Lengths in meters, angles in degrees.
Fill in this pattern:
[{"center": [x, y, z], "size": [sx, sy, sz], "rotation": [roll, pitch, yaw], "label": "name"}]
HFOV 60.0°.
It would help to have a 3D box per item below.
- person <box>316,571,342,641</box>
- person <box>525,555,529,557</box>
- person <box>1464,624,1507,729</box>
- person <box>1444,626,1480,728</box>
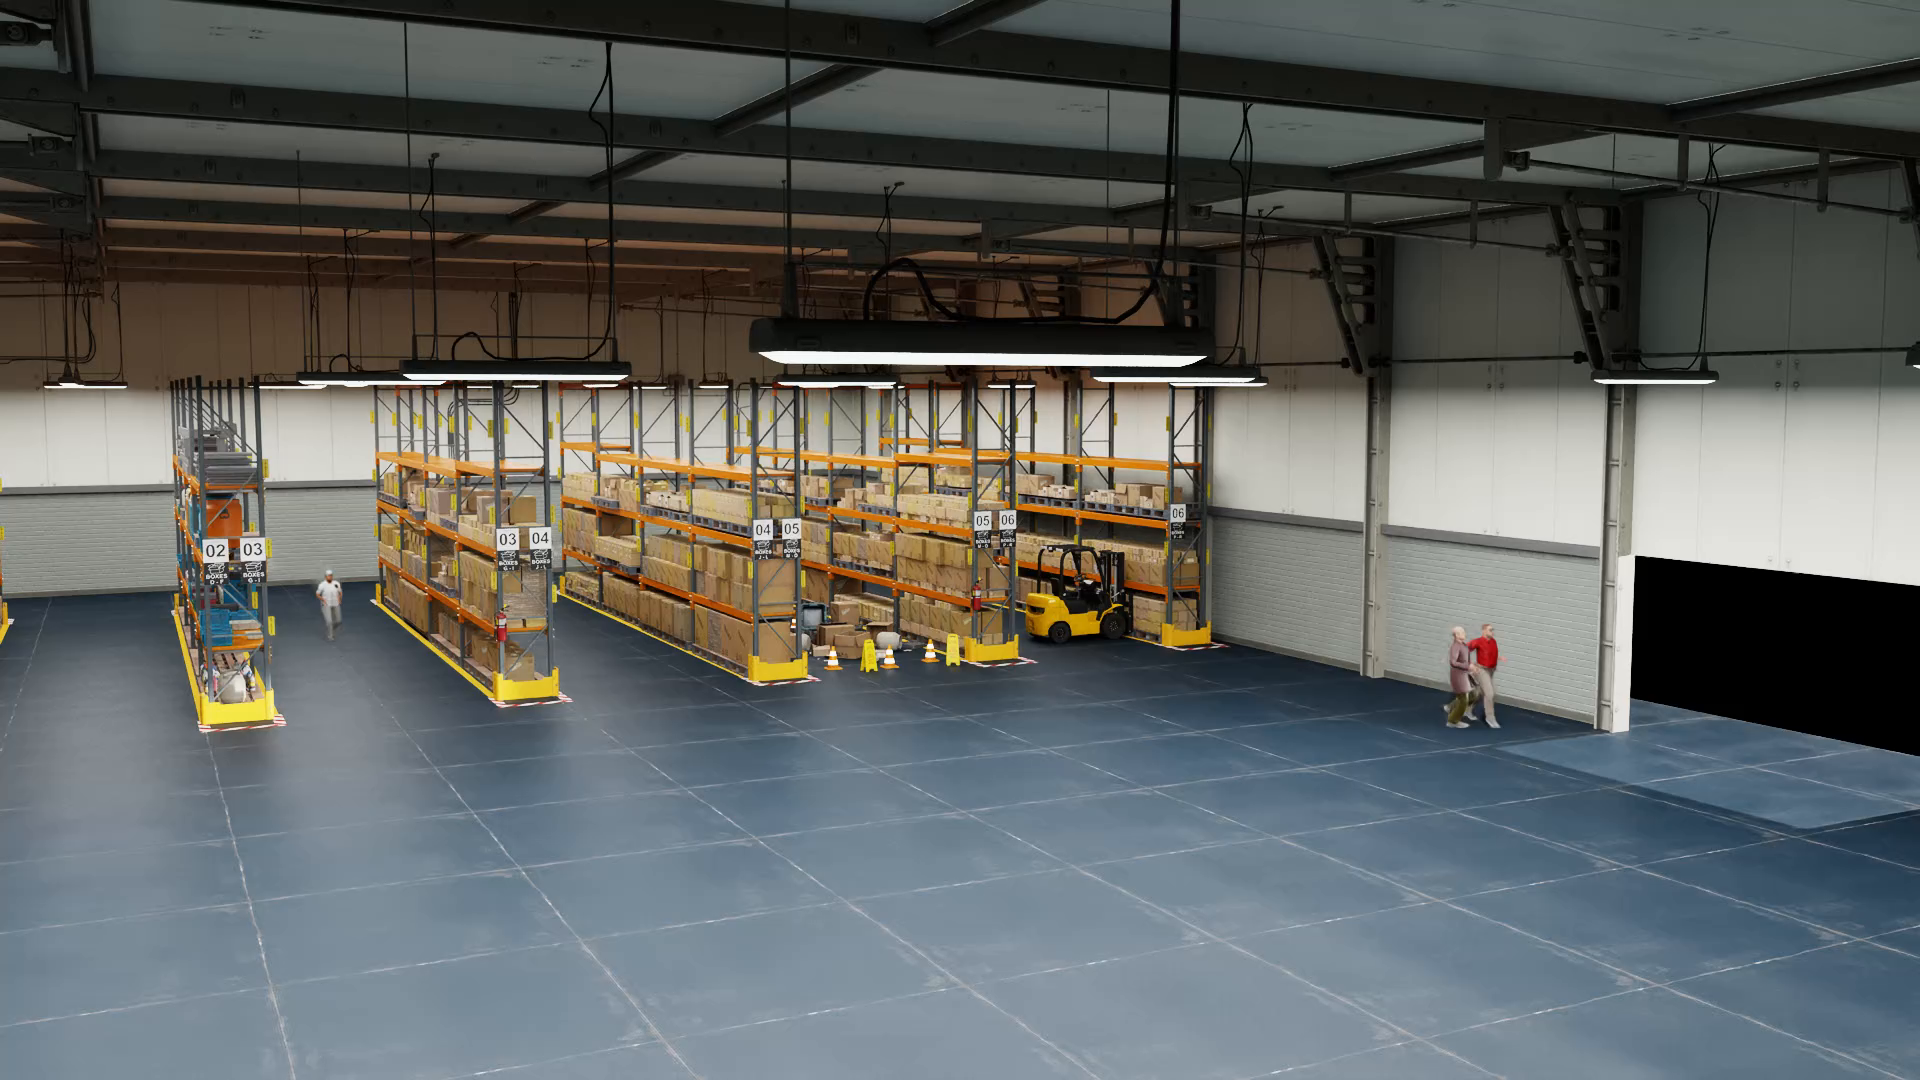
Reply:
[{"center": [-14.489, 1.519, 38.282], "size": [0.603, 1.605, 0.551], "rotation": [-4, 6, -35], "label": "person"}, {"center": [-12.238, 0.848, 46.244], "size": [0.562, 1.526, 0.502], "rotation": [-1, 5, -11], "label": "person"}, {"center": [9.023, 2.321, 28.660], "size": [0.650, 1.773, 0.851], "rotation": [-5, 7, -43], "label": "person"}, {"center": [8.557, 2.335, 28.310], "size": [0.649, 1.730, 0.702], "rotation": [3, 6, 29], "label": "person"}]
